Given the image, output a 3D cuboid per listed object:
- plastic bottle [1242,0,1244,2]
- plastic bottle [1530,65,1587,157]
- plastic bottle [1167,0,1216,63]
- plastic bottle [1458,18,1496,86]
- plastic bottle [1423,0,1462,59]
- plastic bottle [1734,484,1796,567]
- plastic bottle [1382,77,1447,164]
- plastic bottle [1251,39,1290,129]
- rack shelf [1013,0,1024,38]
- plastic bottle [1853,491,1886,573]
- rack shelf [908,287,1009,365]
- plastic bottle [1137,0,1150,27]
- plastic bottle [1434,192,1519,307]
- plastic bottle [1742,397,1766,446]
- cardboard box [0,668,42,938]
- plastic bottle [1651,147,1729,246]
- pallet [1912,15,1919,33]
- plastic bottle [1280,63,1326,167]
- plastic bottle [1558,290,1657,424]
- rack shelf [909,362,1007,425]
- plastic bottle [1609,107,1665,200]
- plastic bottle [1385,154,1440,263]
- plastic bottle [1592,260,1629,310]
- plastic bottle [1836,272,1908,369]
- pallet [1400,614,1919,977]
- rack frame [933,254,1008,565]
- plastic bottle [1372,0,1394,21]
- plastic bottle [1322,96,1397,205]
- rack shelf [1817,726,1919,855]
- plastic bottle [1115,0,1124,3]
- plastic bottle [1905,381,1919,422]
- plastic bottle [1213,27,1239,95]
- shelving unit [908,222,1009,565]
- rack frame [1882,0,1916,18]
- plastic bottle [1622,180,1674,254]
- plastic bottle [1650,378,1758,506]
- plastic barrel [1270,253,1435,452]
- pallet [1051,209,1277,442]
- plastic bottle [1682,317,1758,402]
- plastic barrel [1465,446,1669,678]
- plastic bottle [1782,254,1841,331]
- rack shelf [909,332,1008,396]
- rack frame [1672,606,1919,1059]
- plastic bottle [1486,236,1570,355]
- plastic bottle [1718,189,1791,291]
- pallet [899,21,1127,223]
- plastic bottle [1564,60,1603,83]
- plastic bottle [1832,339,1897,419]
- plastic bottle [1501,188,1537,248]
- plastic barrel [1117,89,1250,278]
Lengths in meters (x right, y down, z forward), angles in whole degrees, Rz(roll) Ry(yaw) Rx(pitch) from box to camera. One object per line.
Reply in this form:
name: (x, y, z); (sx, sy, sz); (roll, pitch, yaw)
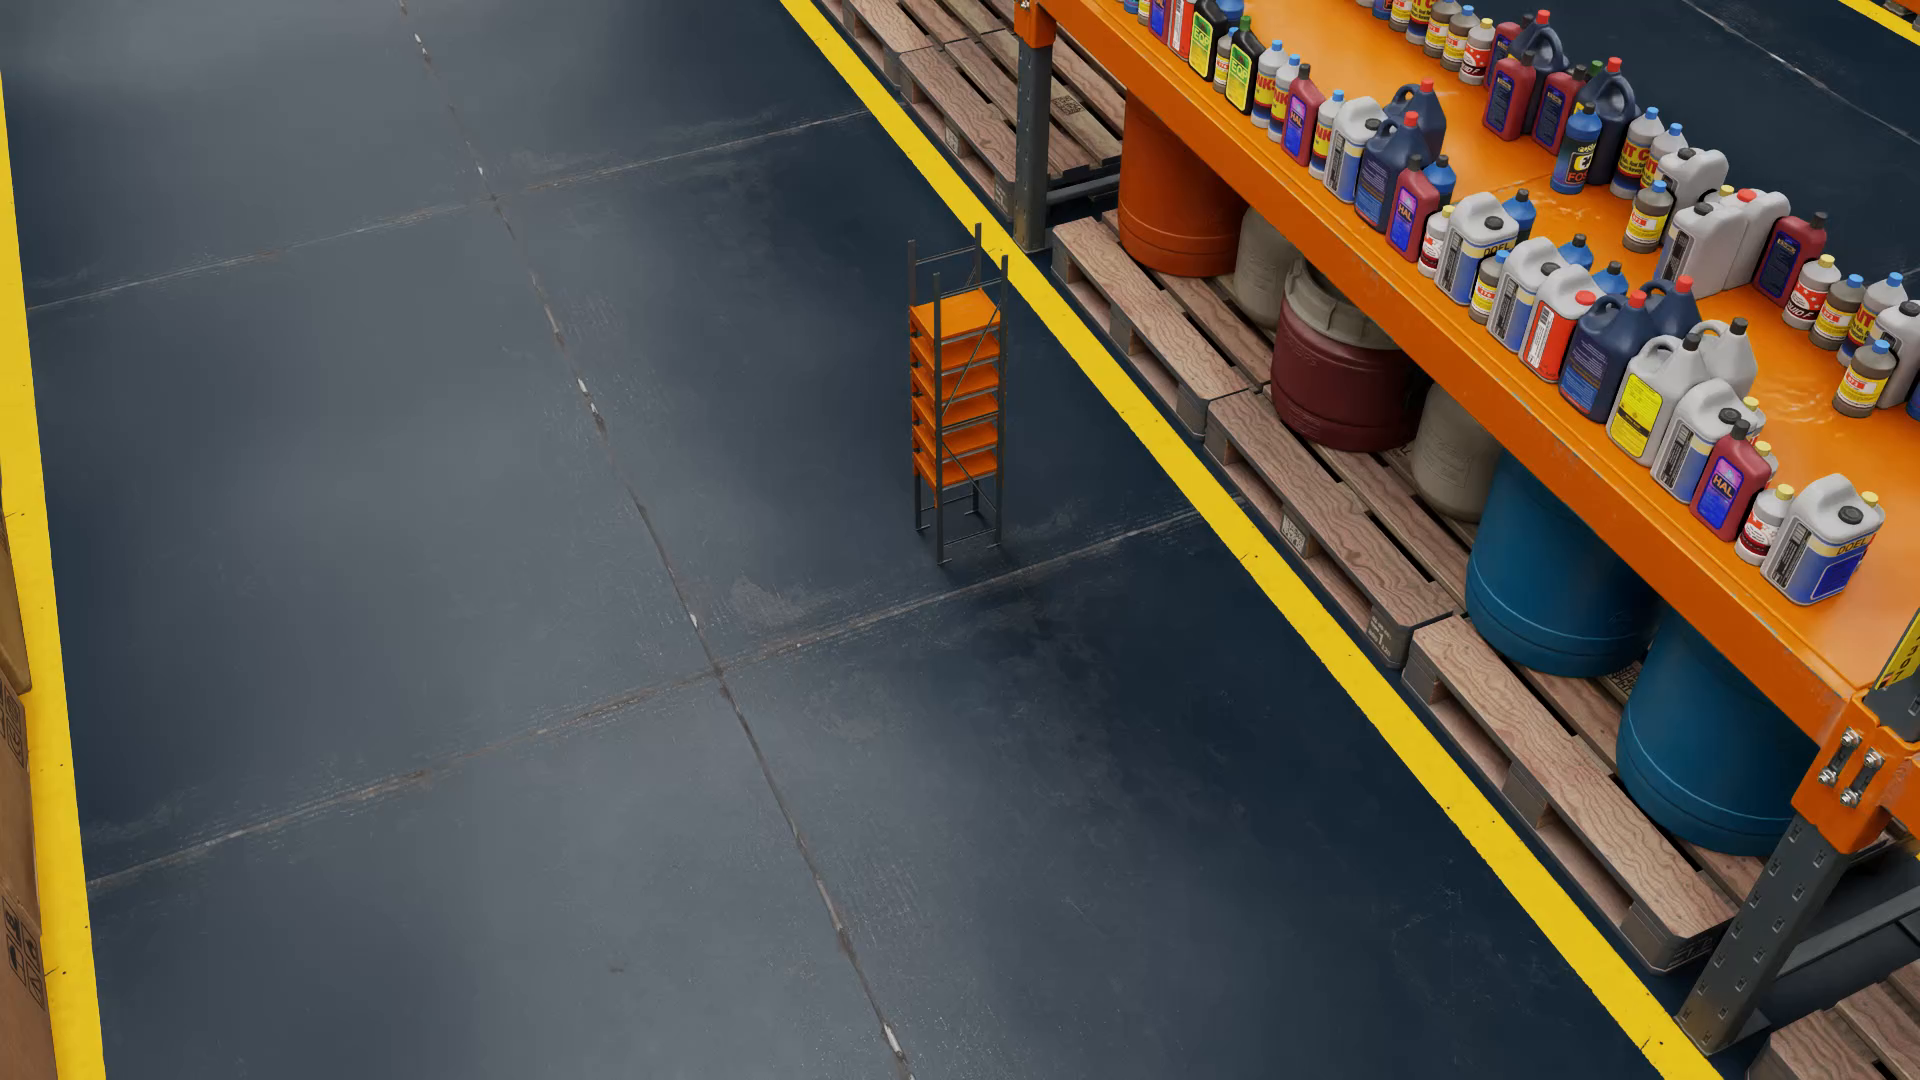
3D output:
plastic bottle: (0.892, -1.753, 5.532); (0.097, 0.201, 0.097); (0, 45, 0)
plastic bottle: (1.819, -1.318, 5.033); (0.061, 0.283, 0.133); (-18, 47, -17)
plastic bottle: (0.786, -1.730, 5.456); (0.152, 0.276, 0.135); (-18, 47, -17)
plastic bottle: (1.676, -1.578, 5.355); (0.097, 0.201, 0.097); (0, 45, 0)
plastic bottle: (1.594, -1.702, 5.481); (0.097, 0.201, 0.097); (0, 45, 0)
plastic bottle: (1.852, -0.042, 3.799); (0.097, 0.201, 0.097); (0, 45, 0)
plastic bottle: (1.320, -1.196, 4.861); (0.144, 0.351, 0.185); (-18, 47, -17)
plastic bottle: (0.963, -1.415, 5.140); (0.097, 0.271, 0.097); (0, 45, 0)
rack shelf: (-0.138, -3.459, 7.632); (1.077, 0.370, 4.000); (-18, 47, -17)
plastic bottle: (2.031, -0.025, 3.781); (0.097, 0.201, 0.097); (0, 45, 0)
rack shelf: (-0.006, -0.661, 5.116); (0.258, 0.103, 0.180); (-18, 47, -17)
plastic bottle: (0.656, -1.855, 5.636); (0.097, 0.201, 0.097); (0, 45, 0)
plastic bottle: (1.406, -0.791, 4.504); (0.152, 0.276, 0.135); (-18, 47, -17)
plastic bottle: (1.878, -0.258, 4.017); (0.097, 0.201, 0.097); (0, 45, 0)
cardboard box: (-3.152, 0.645, 4.174); (1.225, 0.875, 0.875); (-18, 47, -17)
plastic bottle: (2.049, -0.993, 4.709); (0.152, 0.276, 0.135); (-18, 47, -17)
pallet: (5.478, -2.422, 8.054); (1.003, 0.211, 1.213); (-18, 47, -17)
plastic bottle: (1.036, -1.278, 4.993); (0.061, 0.283, 0.133); (-18, 47, -17)
plastic bottle: (1.624, -0.481, 4.137); (0.144, 0.351, 0.185); (-18, 47, -17)
rack shelf: (-0.006, -0.490, 5.285); (0.258, 0.103, 0.180); (-18, 47, -17)
plastic bottle: (1.984, -1.135, 4.856); (0.097, 0.271, 0.097); (0, 45, 0)
plastic bottle: (1.267, -0.927, 4.637); (0.061, 0.283, 0.133); (-18, 47, -17)
plastic bottle: (1.666, -0.604, 4.319); (0.097, 0.271, 0.097); (0, 45, 0)
plastic bottle: (2.358, -0.568, 4.282); (0.097, 0.271, 0.097); (0, 45, 0)
pallet: (2.098, 0.597, 4.995); (1.003, 0.211, 1.213); (-18, 47, -17)
rack frame: (0.032, -0.378, 5.279); (0.240, 1.200, 0.006); (-18, 47, -17)
plastic bottle: (1.471, -1.913, 5.645); (0.097, 0.271, 0.097); (0, 45, 0)
plastic bottle: (1.175, -1.142, 4.860); (0.152, 0.276, 0.135); (-18, 47, -17)
rack shelf: (3.226, 1.639, 2.466); (1.077, 0.370, 4.000); (-18, 47, -17)
plastic bottle: (0.592, -2.025, 5.755); (0.152, 0.276, 0.135); (-18, 47, -17)
plastic bottle: (2.456, -0.421, 4.132); (0.097, 0.271, 0.097); (0, 45, 0)
plastic bottle: (0.866, -1.537, 5.313); (0.097, 0.201, 0.097); (0, 45, 0)
shelving unit: (-0.006, -0.436, 5.338); (0.258, 1.200, 0.189); (-18, 47, -17)
rack frame: (5.199, -3.901, 7.568); (1.000, 3.000, 0.127); (-18, 47, -17)
plastic bottle: (1.944, -0.918, 4.686); (0.097, 0.201, 0.097); (0, 45, 0)
plastic bottle: (1.772, -0.236, 3.942); (0.152, 0.276, 0.135); (-18, 47, -17)
plastic barrel: (1.399, -0.705, 5.747); (0.600, 0.588, 0.708); (-18, 47, -17)
pallet: (1.072, -0.958, 6.571); (1.003, 0.211, 1.213); (-18, 47, -17)
plastic bottle: (1.832, -0.406, 4.061); (0.144, 0.351, 0.185); (-18, 47, -17)
plastic barrel: (1.874, -0.097, 4.908); (0.600, 0.901, 0.708); (-18, 47, -17)
plastic bottle: (2.276, -0.668, 4.432); (0.097, 0.201, 0.097); (0, 45, 0)
rack shelf: (-0.006, -0.576, 5.201); (0.258, 0.103, 0.180); (-18, 47, -17)
rack frame: (2.385, 0.108, 3.505); (1.000, 3.000, 0.127); (-18, 47, -17)
plastic bottle: (1.504, -0.643, 4.354); (0.152, 0.276, 0.135); (-18, 47, -17)
plastic bottle: (2.147, -0.845, 4.559); (0.152, 0.276, 0.135); (-18, 47, -17)
pallet: (0.412, -1.953, 7.579); (1.003, 0.211, 1.213); (-18, 47, -17)
plastic bottle: (1.875, -1.336, 5.052); (0.061, 0.283, 0.133); (-18, 47, -17)
plastic bottle: (2.277, -0.413, 4.174); (0.097, 0.201, 0.097); (0, 45, 0)
plastic bottle: (1.511, -0.838, 4.555); (0.097, 0.271, 0.097); (0, 45, 0)
plastic barrel: (0.924, -1.511, 6.392); (0.600, 0.830, 0.708); (-18, 47, -17)
